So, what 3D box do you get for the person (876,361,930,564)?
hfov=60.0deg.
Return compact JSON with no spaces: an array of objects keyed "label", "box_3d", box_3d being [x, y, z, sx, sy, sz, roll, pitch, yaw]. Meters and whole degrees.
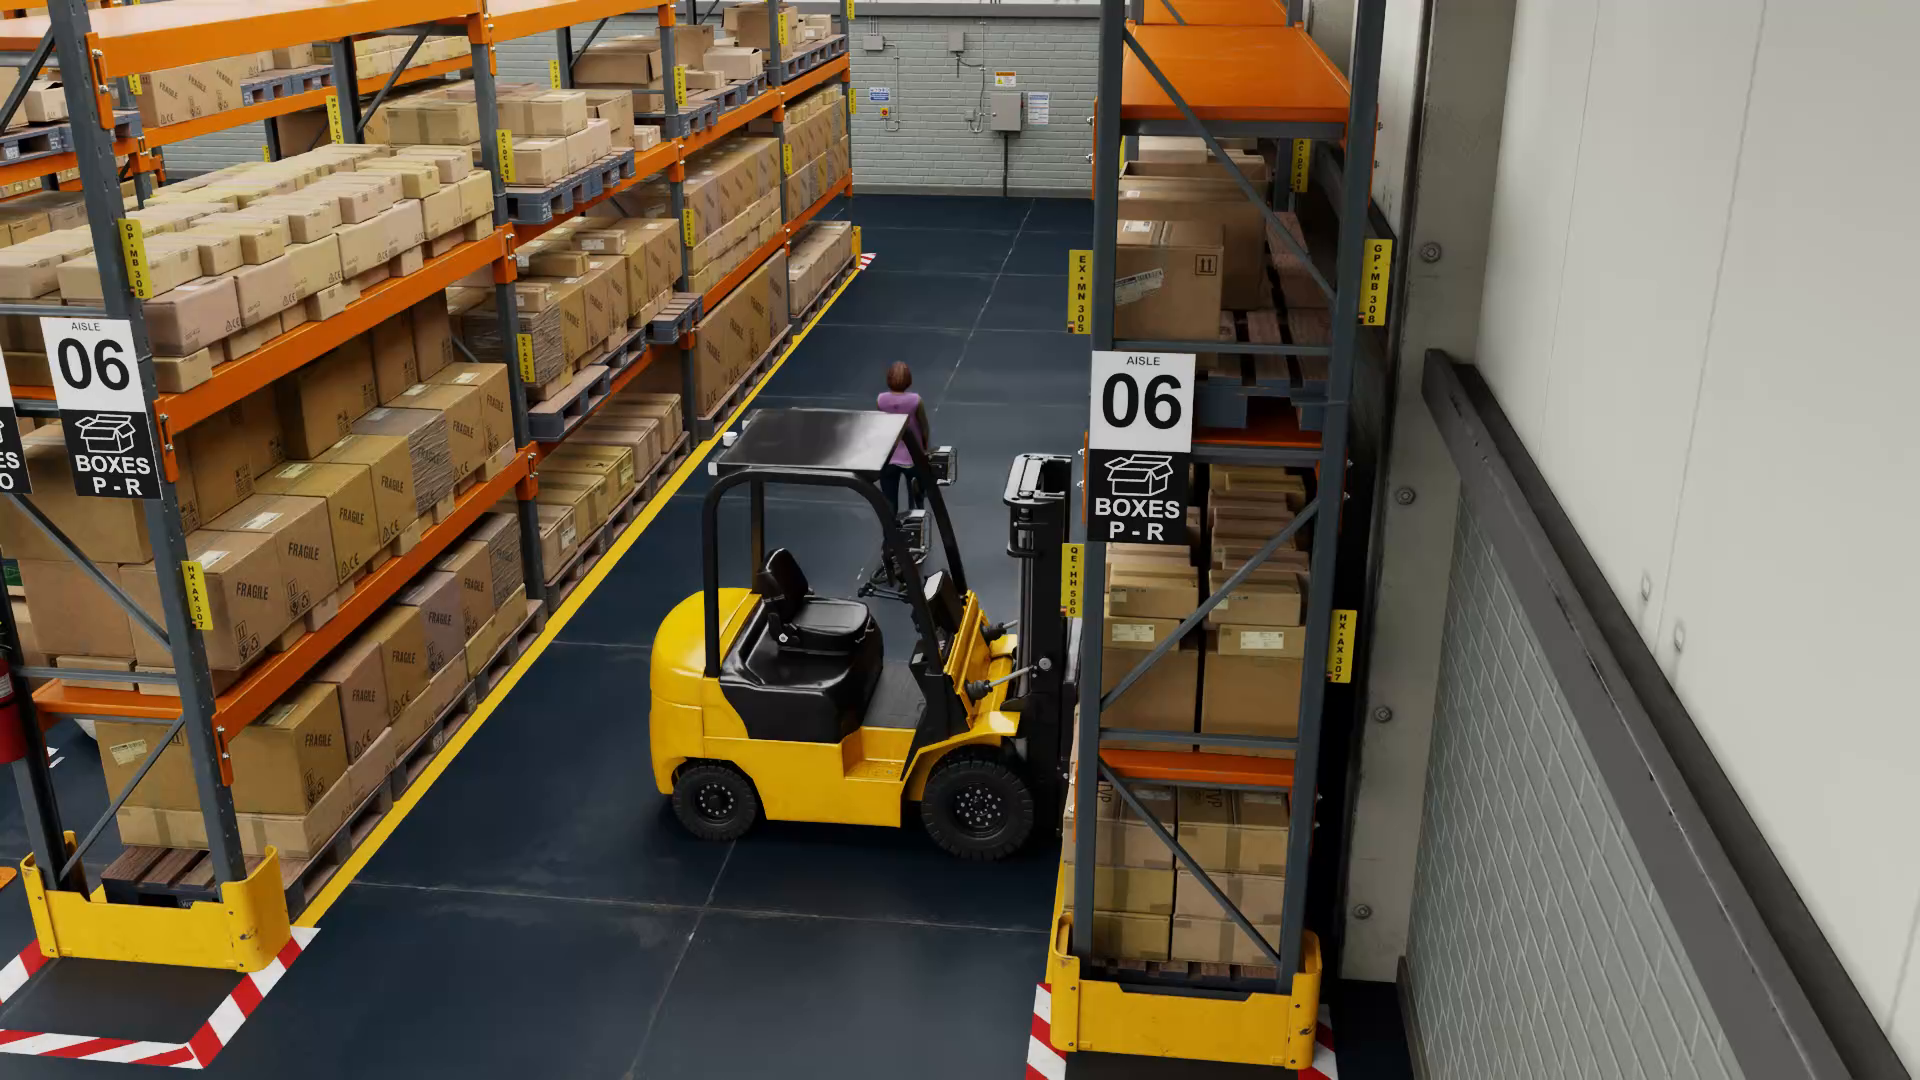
[{"label":"person","box_3d":[-0.427,-0.614,12.663,0.396,1.598,0.492,3,22,6]}]
